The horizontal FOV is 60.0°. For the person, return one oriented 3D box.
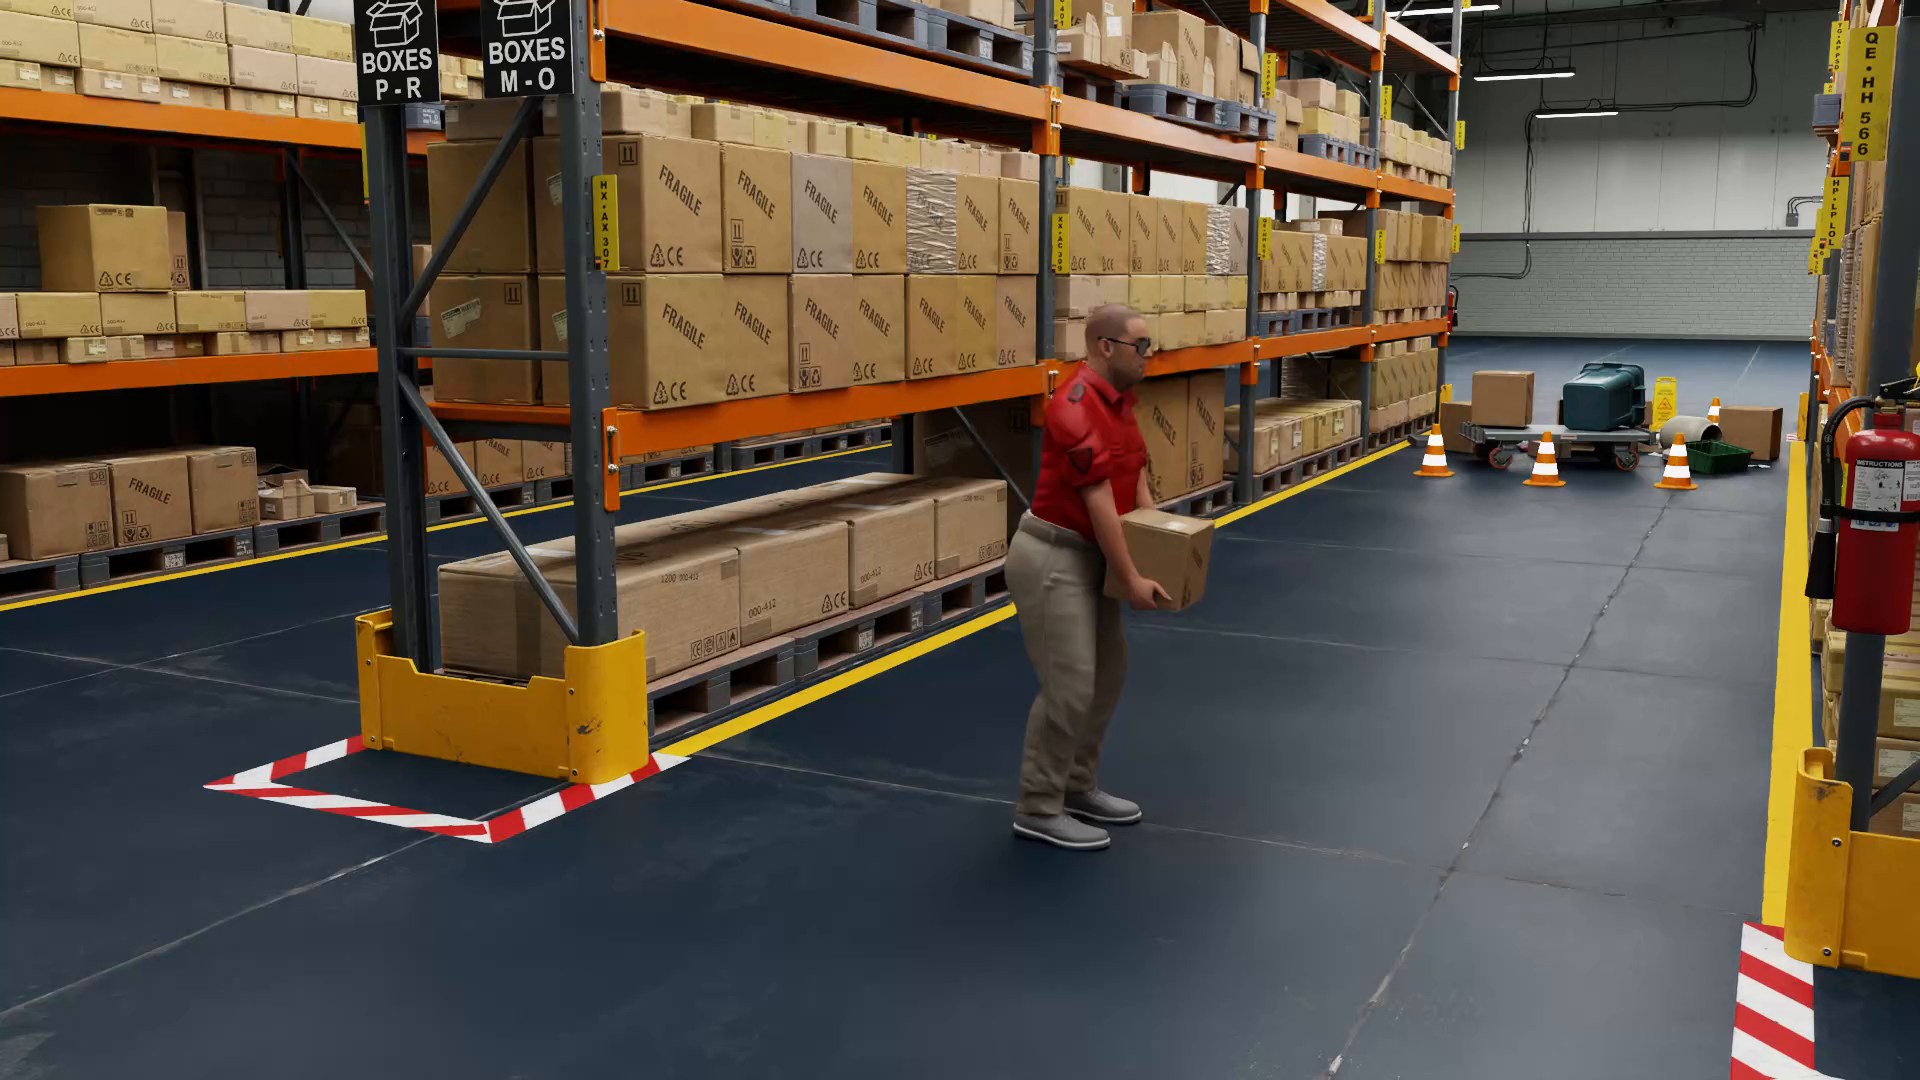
[{"bbox_3d":[0.452,0.108,5.322,0.572,1.711,0.485,4,10,25],"label":"person"}]
